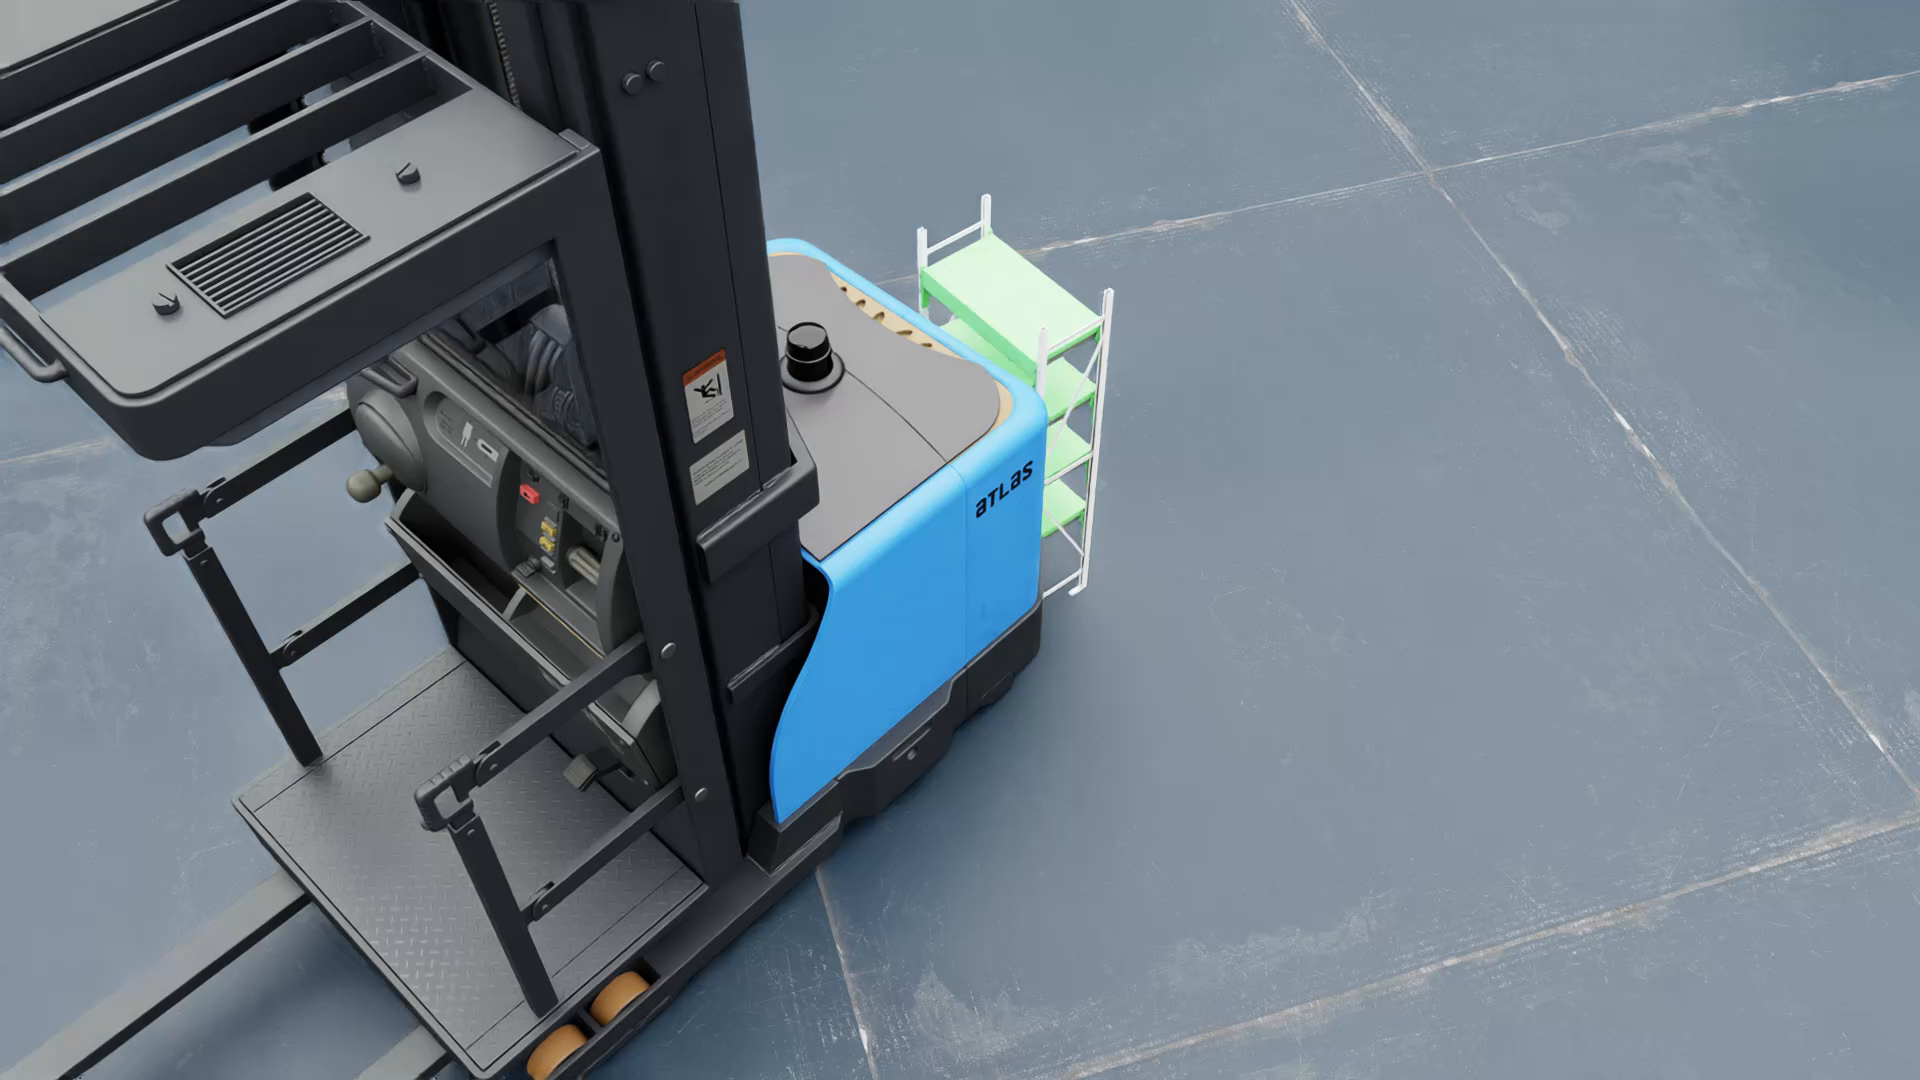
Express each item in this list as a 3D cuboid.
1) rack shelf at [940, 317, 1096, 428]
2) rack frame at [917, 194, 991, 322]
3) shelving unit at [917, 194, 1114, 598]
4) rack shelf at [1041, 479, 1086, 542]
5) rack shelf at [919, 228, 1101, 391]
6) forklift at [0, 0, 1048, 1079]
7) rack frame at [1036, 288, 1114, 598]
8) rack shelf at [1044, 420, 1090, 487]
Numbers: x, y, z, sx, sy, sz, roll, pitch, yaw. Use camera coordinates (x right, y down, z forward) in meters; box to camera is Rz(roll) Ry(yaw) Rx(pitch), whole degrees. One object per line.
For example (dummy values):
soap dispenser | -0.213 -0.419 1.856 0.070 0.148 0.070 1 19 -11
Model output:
rack shelf | 0.138 -0.449 4.613 0.258 0.148 0.480 -32 57 -24
rack frame | -0.015 -0.480 4.870 0.240 1.200 0.015 -32 57 -24
shelving unit | 0.138 -0.335 4.748 0.258 1.200 0.503 -32 57 -24
rack shelf | 0.138 -0.139 4.980 0.258 0.148 0.480 -32 57 -24
rack shelf | 0.139 -0.603 4.430 0.258 0.148 0.480 -32 57 -24
forklift | -1.142 -0.037 3.365 1.130 2.935 3.031 36 59 26
rack frame | 0.292 -0.190 4.626 0.240 1.200 0.015 -32 57 -24
rack shelf | 0.138 -0.294 4.797 0.258 0.148 0.480 -32 57 -24
